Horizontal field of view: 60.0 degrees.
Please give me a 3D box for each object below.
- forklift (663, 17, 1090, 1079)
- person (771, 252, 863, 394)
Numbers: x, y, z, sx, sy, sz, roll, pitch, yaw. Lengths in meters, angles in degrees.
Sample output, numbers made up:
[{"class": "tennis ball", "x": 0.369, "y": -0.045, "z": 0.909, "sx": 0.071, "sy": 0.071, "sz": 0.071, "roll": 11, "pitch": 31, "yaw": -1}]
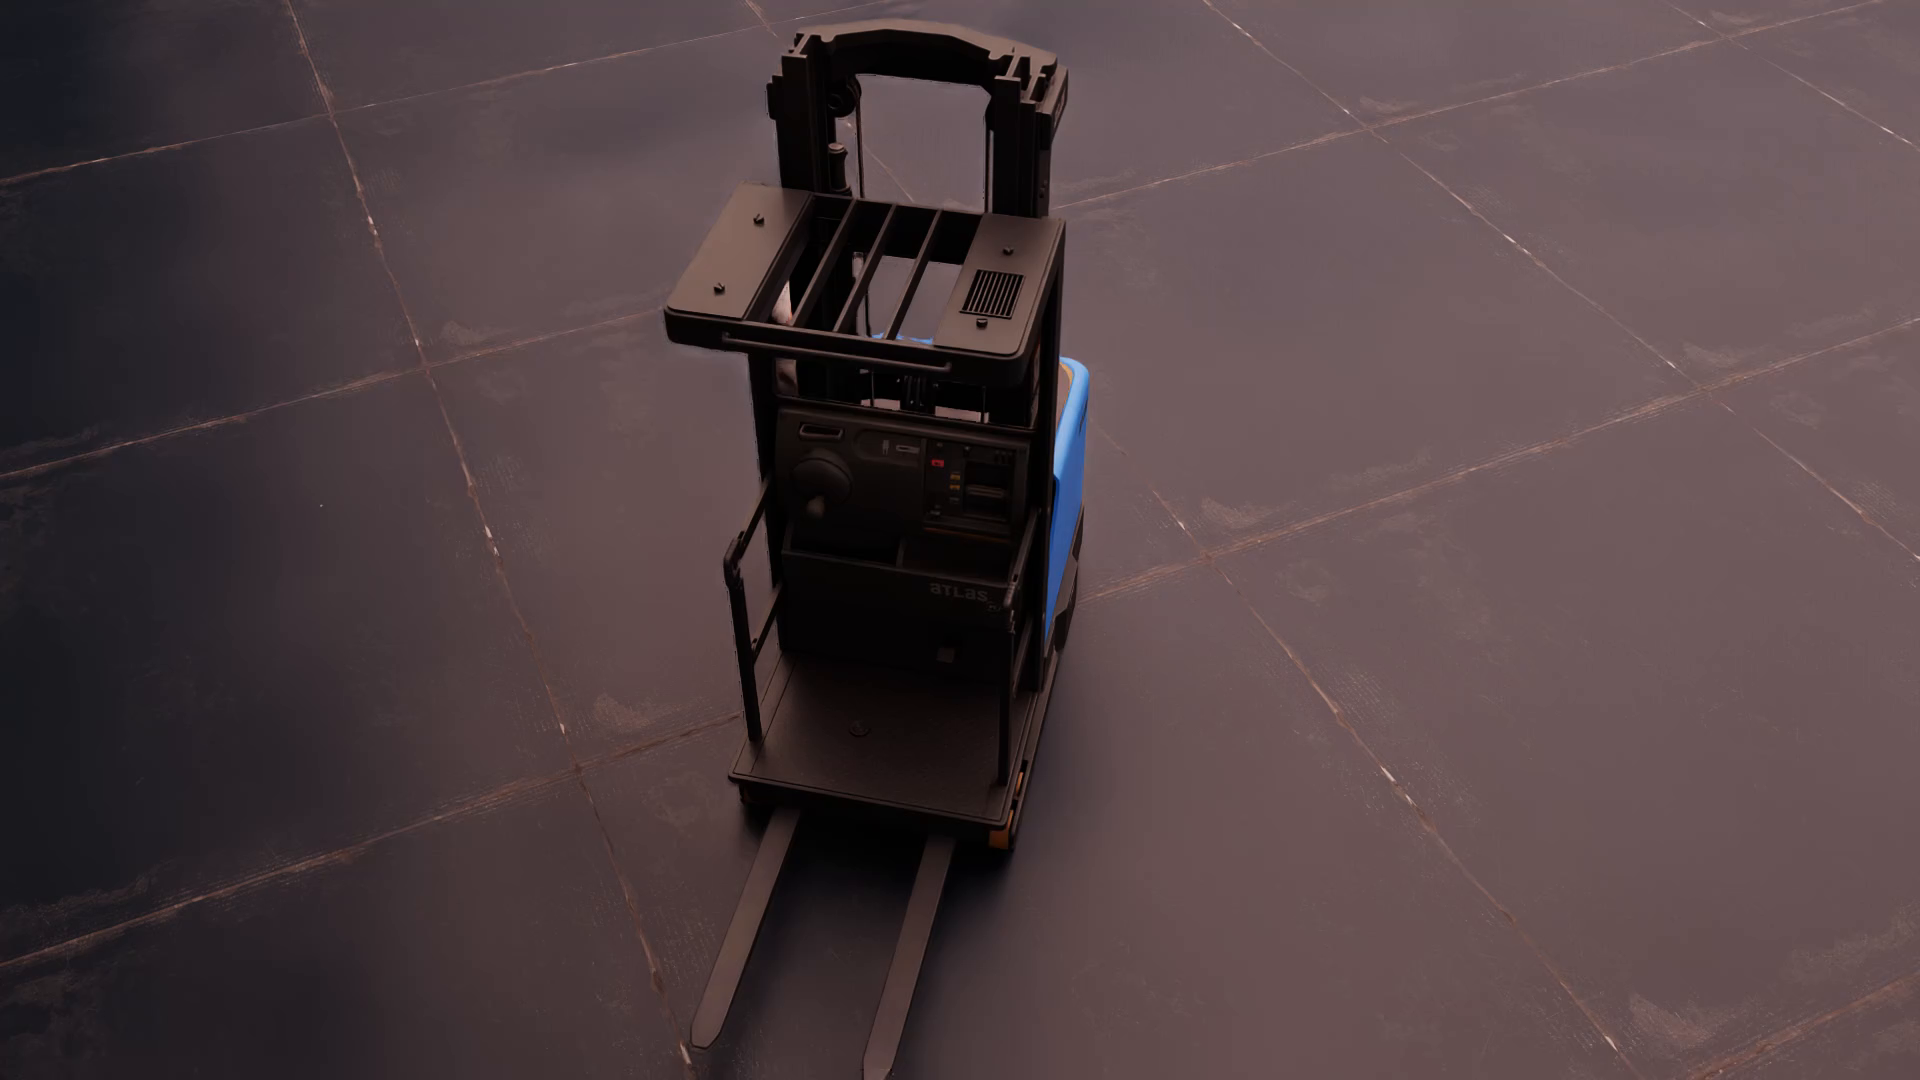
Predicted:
[{"class": "forklift", "x": -0.258, "y": -0.146, "z": 5.837, "sx": 1.130, "sy": 2.935, "sz": 3.031, "roll": 9, "pitch": 44, "yaw": 9}, {"class": "person", "x": -0.497, "y": -0.871, "z": 7.640, "sx": 0.873, "sy": 1.543, "sz": 0.992, "roll": -13, "pitch": 45, "yaw": -13}]
